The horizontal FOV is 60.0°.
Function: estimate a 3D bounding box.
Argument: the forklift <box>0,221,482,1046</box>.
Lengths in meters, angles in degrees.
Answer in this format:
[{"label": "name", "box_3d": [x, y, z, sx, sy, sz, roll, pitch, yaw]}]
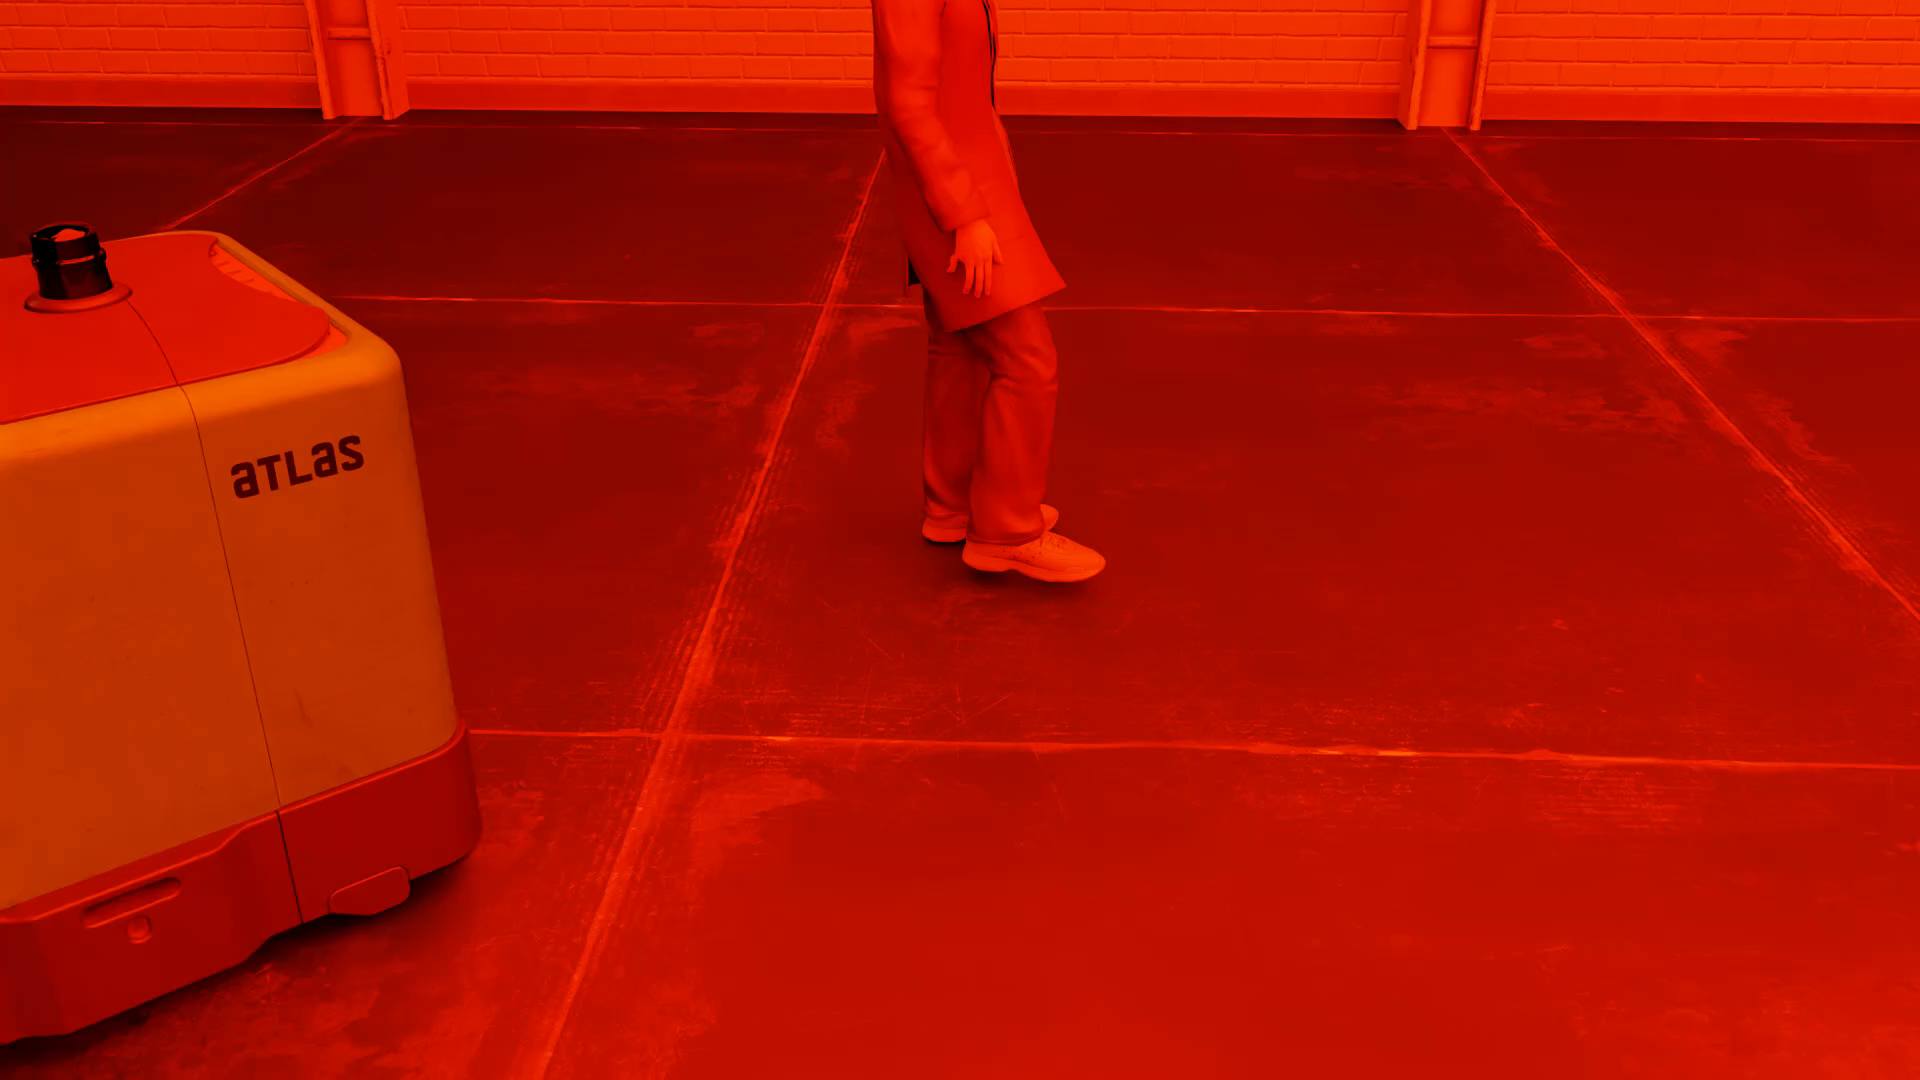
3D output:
[{"label": "forklift", "box_3d": [-2.386, -0.428, 2.076, 3.031, 2.935, 1.130, -20, 32, -34]}]

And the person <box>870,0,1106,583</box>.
[{"label": "person", "box_3d": [0.091, -0.800, 4.117, 0.583, 1.775, 0.696, 1, 26, 2]}]
